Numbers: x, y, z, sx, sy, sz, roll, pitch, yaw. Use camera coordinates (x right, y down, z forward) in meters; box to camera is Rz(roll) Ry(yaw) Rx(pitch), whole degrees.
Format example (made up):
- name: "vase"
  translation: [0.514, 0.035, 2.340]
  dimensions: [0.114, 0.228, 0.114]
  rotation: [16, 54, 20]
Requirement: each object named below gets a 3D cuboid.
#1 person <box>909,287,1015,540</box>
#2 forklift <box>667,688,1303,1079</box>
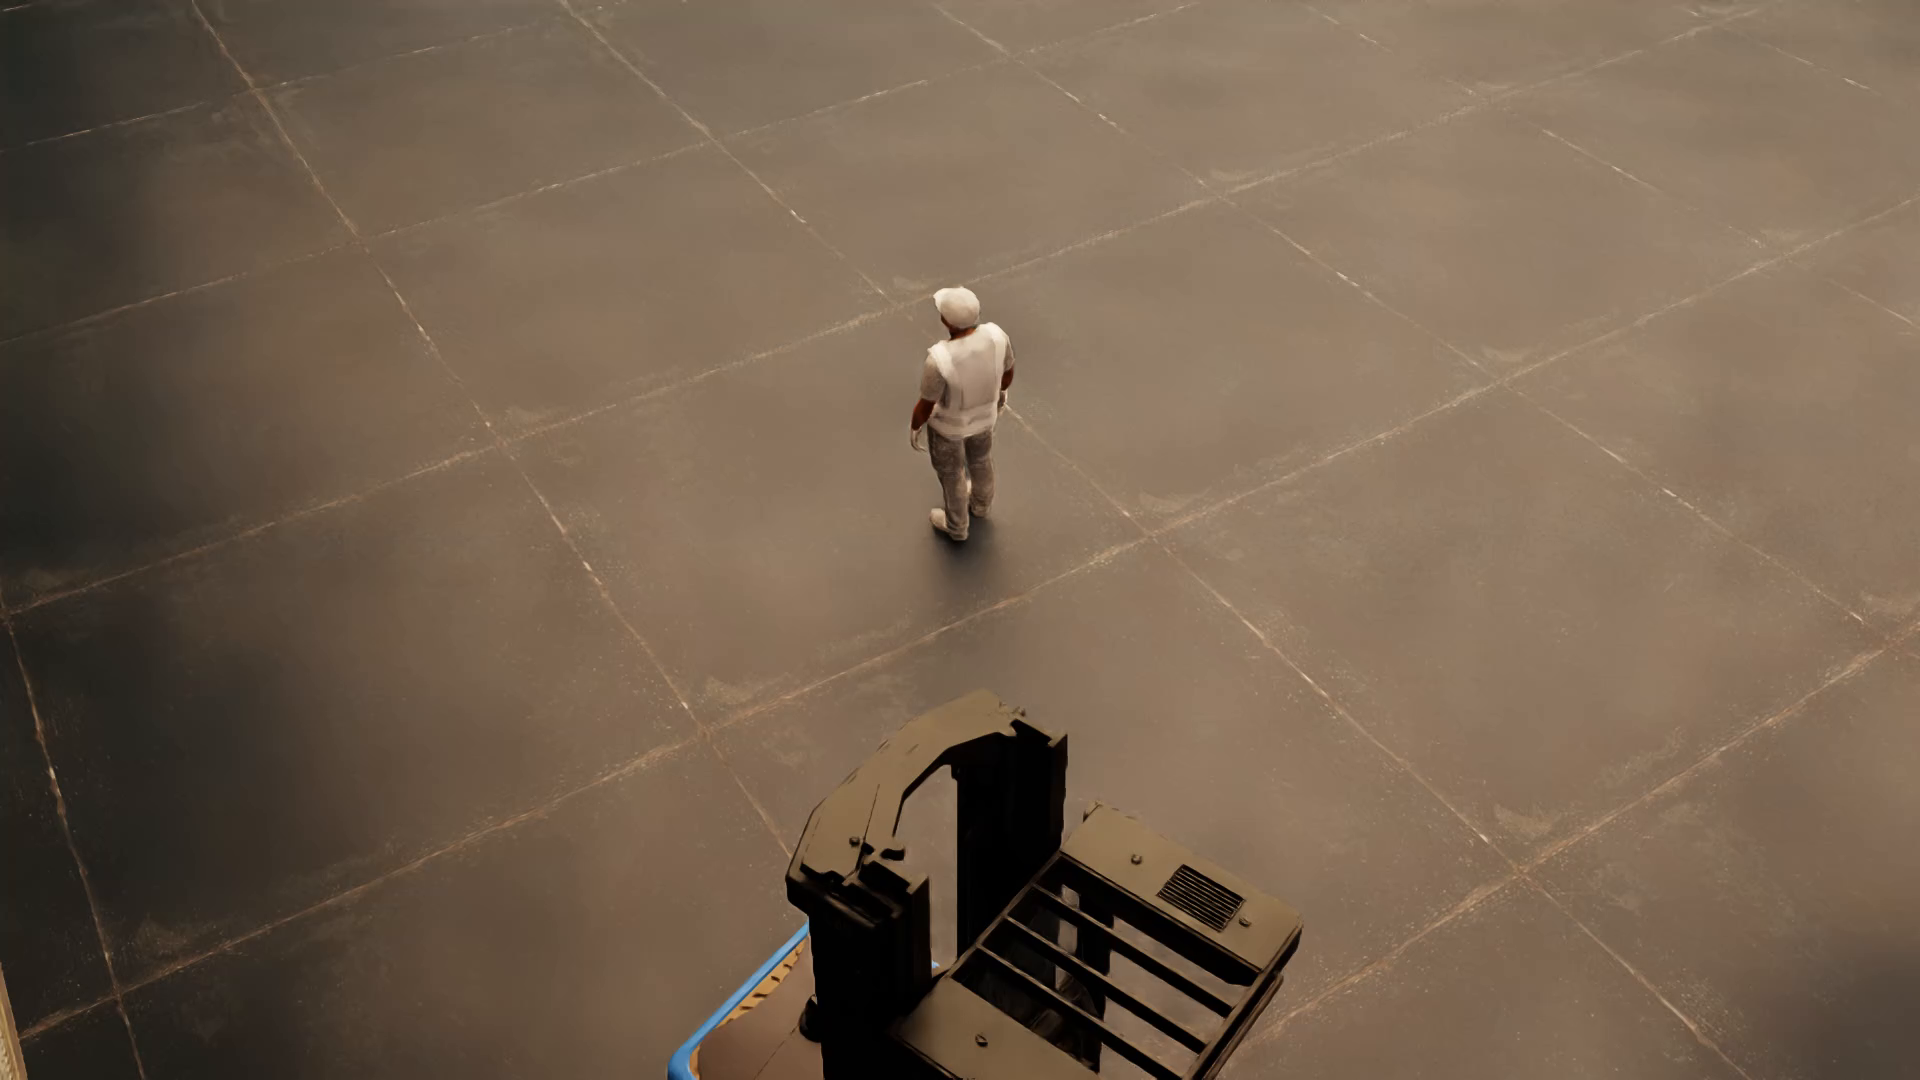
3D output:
- name: "person"
  translation: [-0.032, -0.747, 9.531]
  dimensions: [0.655, 1.777, 0.576]
  rotation: [-23, 46, -24]
- name: "forklift"
  translation: [0.358, 2.008, 5.573]
  dimensions: [3.031, 2.935, 1.130]
  rotation: [27, 48, 27]
